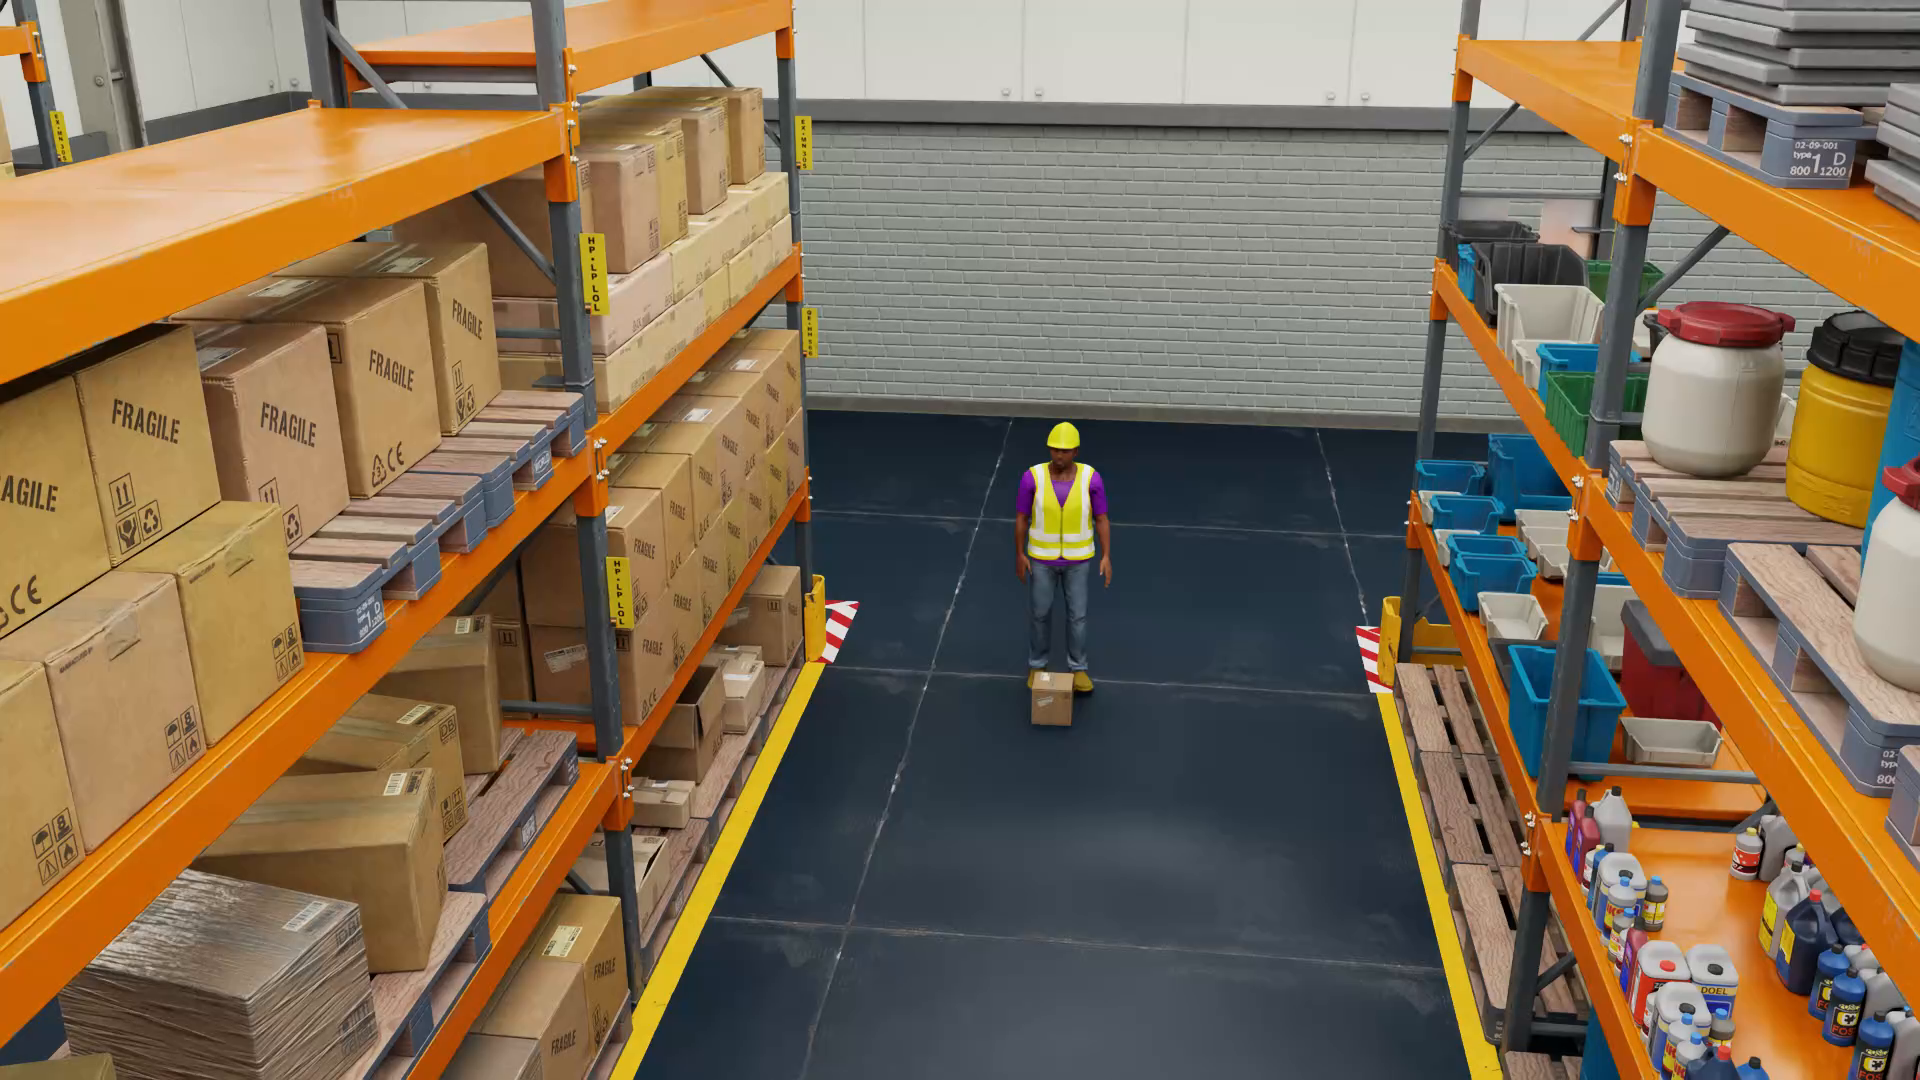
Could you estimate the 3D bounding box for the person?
[{"bbox_3d":[0.664,0.132,10.713,0.631,1.804,0.403,1,21,1],"label":"person"}]
